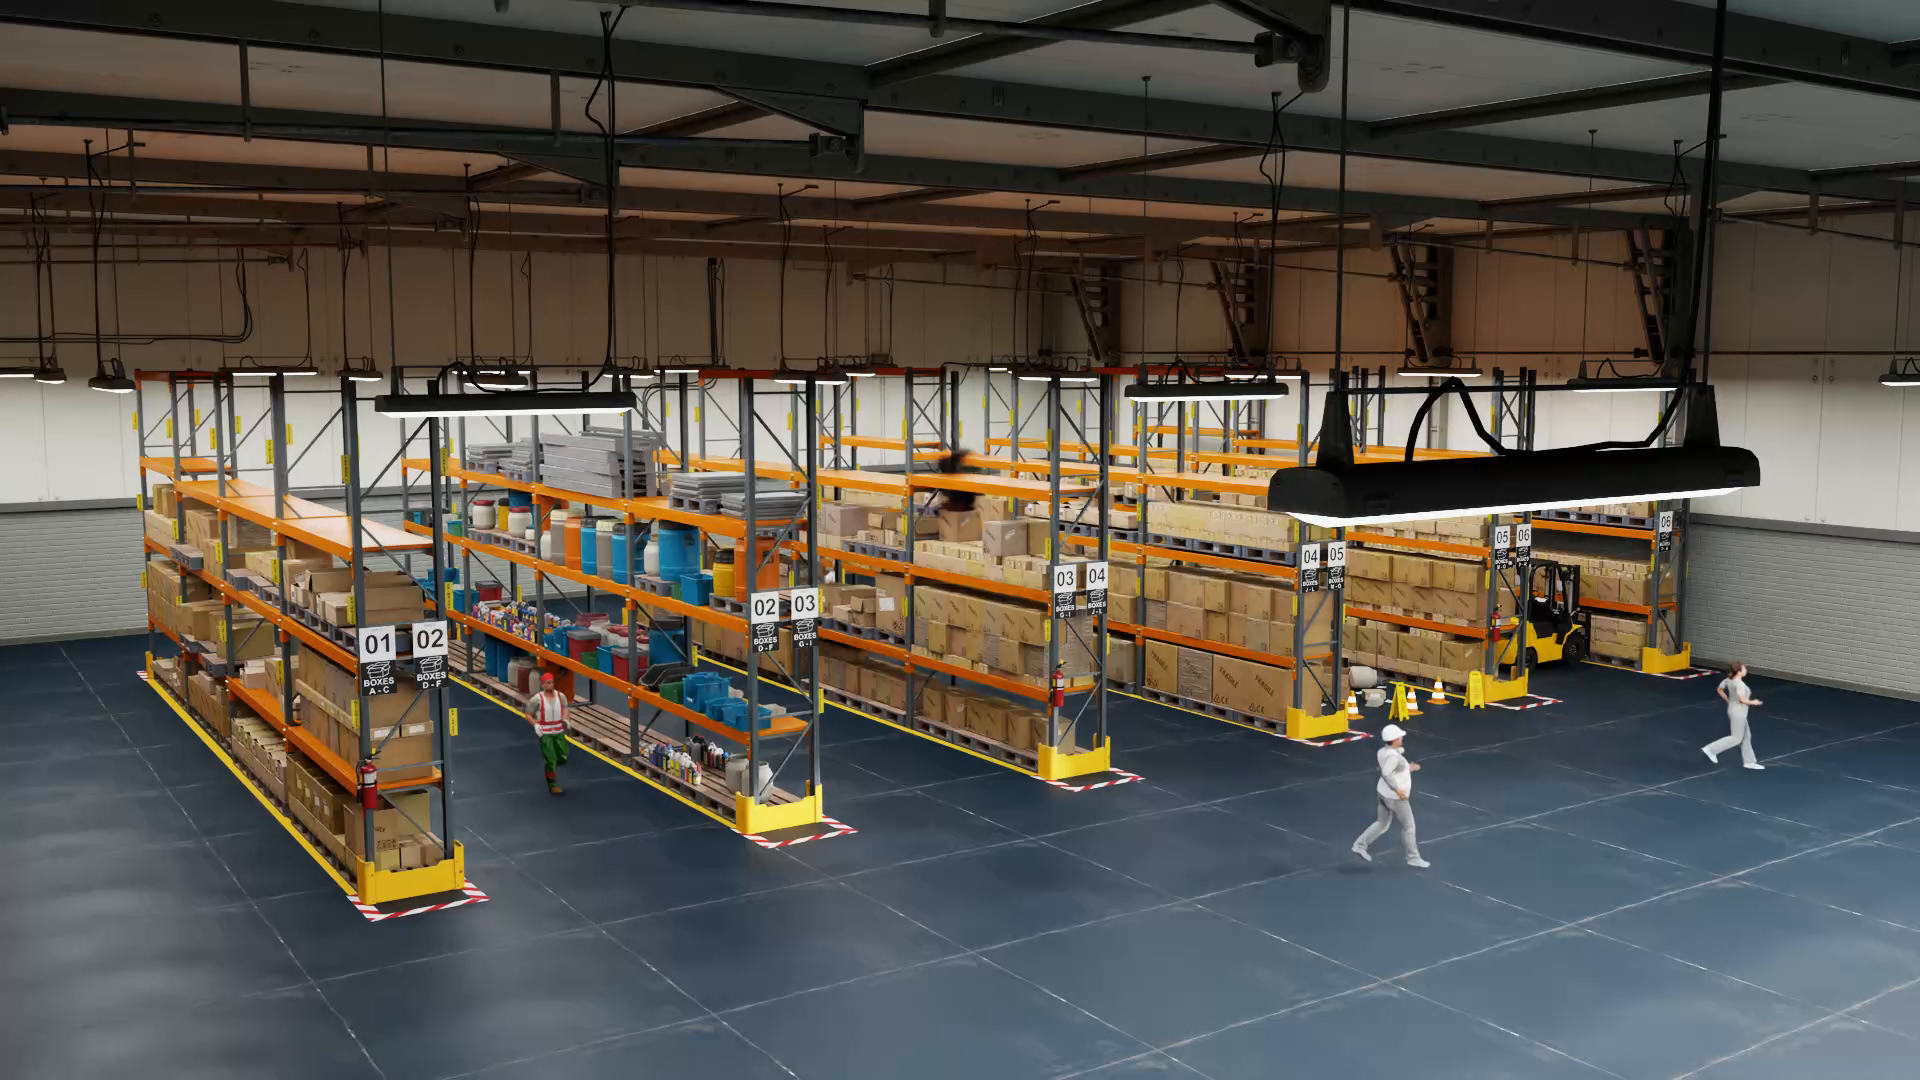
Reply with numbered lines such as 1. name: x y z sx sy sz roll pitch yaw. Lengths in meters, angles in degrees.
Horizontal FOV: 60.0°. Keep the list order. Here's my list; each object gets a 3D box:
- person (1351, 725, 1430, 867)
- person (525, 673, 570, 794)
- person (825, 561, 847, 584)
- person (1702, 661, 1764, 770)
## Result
1. person: 5.302 3.132 20.357 0.960 1.767 0.652 -1 7 -9
2. person: -5.918 2.767 23.941 0.643 1.742 0.612 -5 8 -36
3. person: -2.796 1.304 37.315 0.613 1.705 0.922 -3 7 -27
4. person: 11.741 2.659 25.180 0.935 1.663 0.568 1 6 5
